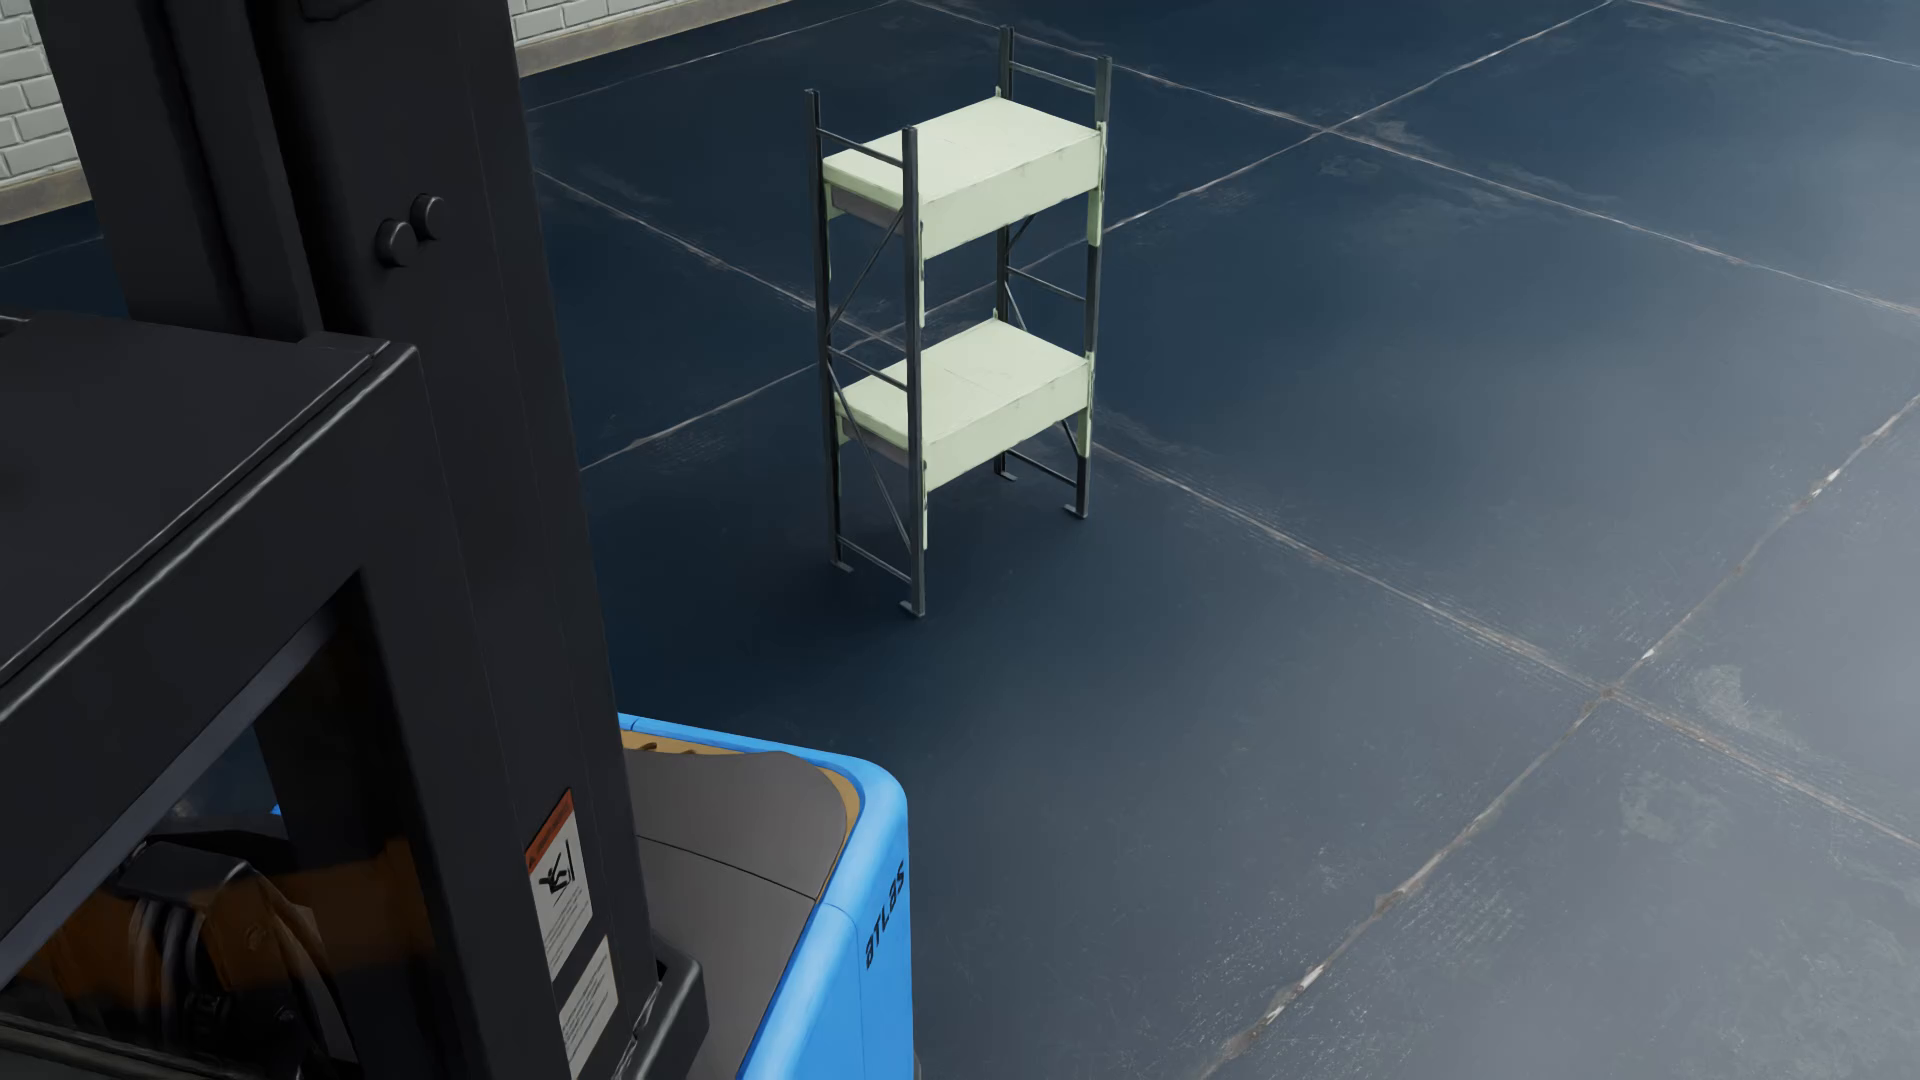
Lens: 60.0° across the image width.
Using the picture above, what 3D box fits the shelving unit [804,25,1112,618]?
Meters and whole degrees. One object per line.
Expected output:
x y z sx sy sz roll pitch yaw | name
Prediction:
0.005 -0.618 4.825 0.431 1.500 0.755 30 45 35 | shelving unit

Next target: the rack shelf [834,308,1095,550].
0.005 -0.350 5.011 0.431 0.370 0.720 30 45 35 | rack shelf

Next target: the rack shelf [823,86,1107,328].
0.005 -0.938 4.602 0.431 0.370 0.720 30 45 35 | rack shelf

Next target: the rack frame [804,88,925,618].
-0.253 -0.469 4.612 0.400 1.500 0.023 30 45 35 | rack frame

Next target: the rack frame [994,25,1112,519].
0.263 -0.766 5.038 0.400 1.500 0.023 30 45 35 | rack frame

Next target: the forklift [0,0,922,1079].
-0.955 0.801 1.539 1.130 2.935 3.031 9 36 12 | forklift
